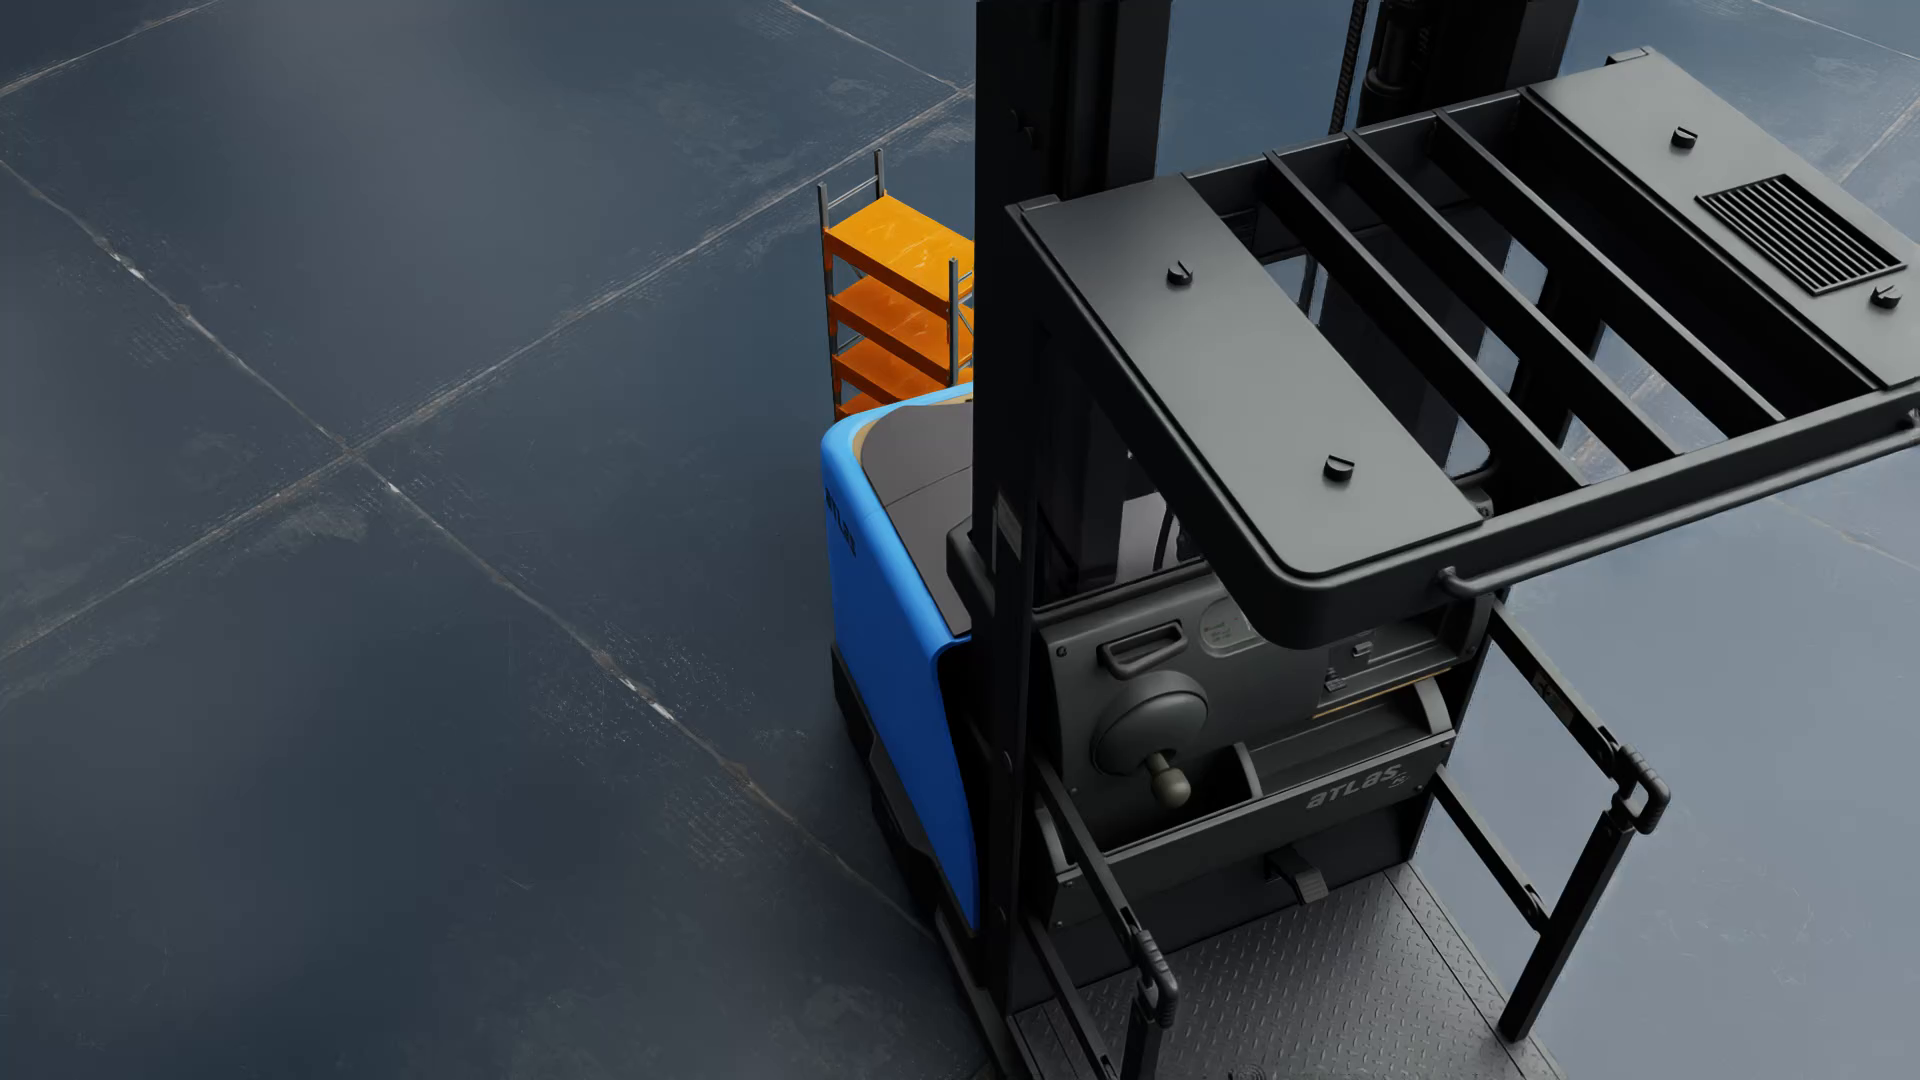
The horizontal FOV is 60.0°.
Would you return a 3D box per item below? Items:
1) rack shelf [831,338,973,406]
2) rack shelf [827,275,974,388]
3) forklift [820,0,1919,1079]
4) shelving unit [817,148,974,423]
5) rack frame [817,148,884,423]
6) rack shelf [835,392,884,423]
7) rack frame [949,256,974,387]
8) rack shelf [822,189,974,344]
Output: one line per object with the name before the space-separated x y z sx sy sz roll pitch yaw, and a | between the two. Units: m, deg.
rack shelf | -0.122 -0.446 4.938 0.480 0.148 0.258 34 55 28
rack shelf | -0.122 -0.600 4.775 0.480 0.148 0.258 34 55 28
forklift | 0.677 0.302 2.956 1.130 2.935 3.031 -17 49 -15
shelving unit | -0.122 -0.493 4.889 0.503 1.200 0.258 34 55 28
rack frame | -0.301 -0.613 5.003 0.015 1.200 0.240 34 55 28
rack shelf | -0.122 -0.311 5.083 0.480 0.148 0.258 34 55 28
rack frame | 0.058 -0.372 4.776 0.015 1.200 0.240 34 55 28
rack shelf | -0.122 -0.762 4.603 0.480 0.148 0.258 34 55 28
